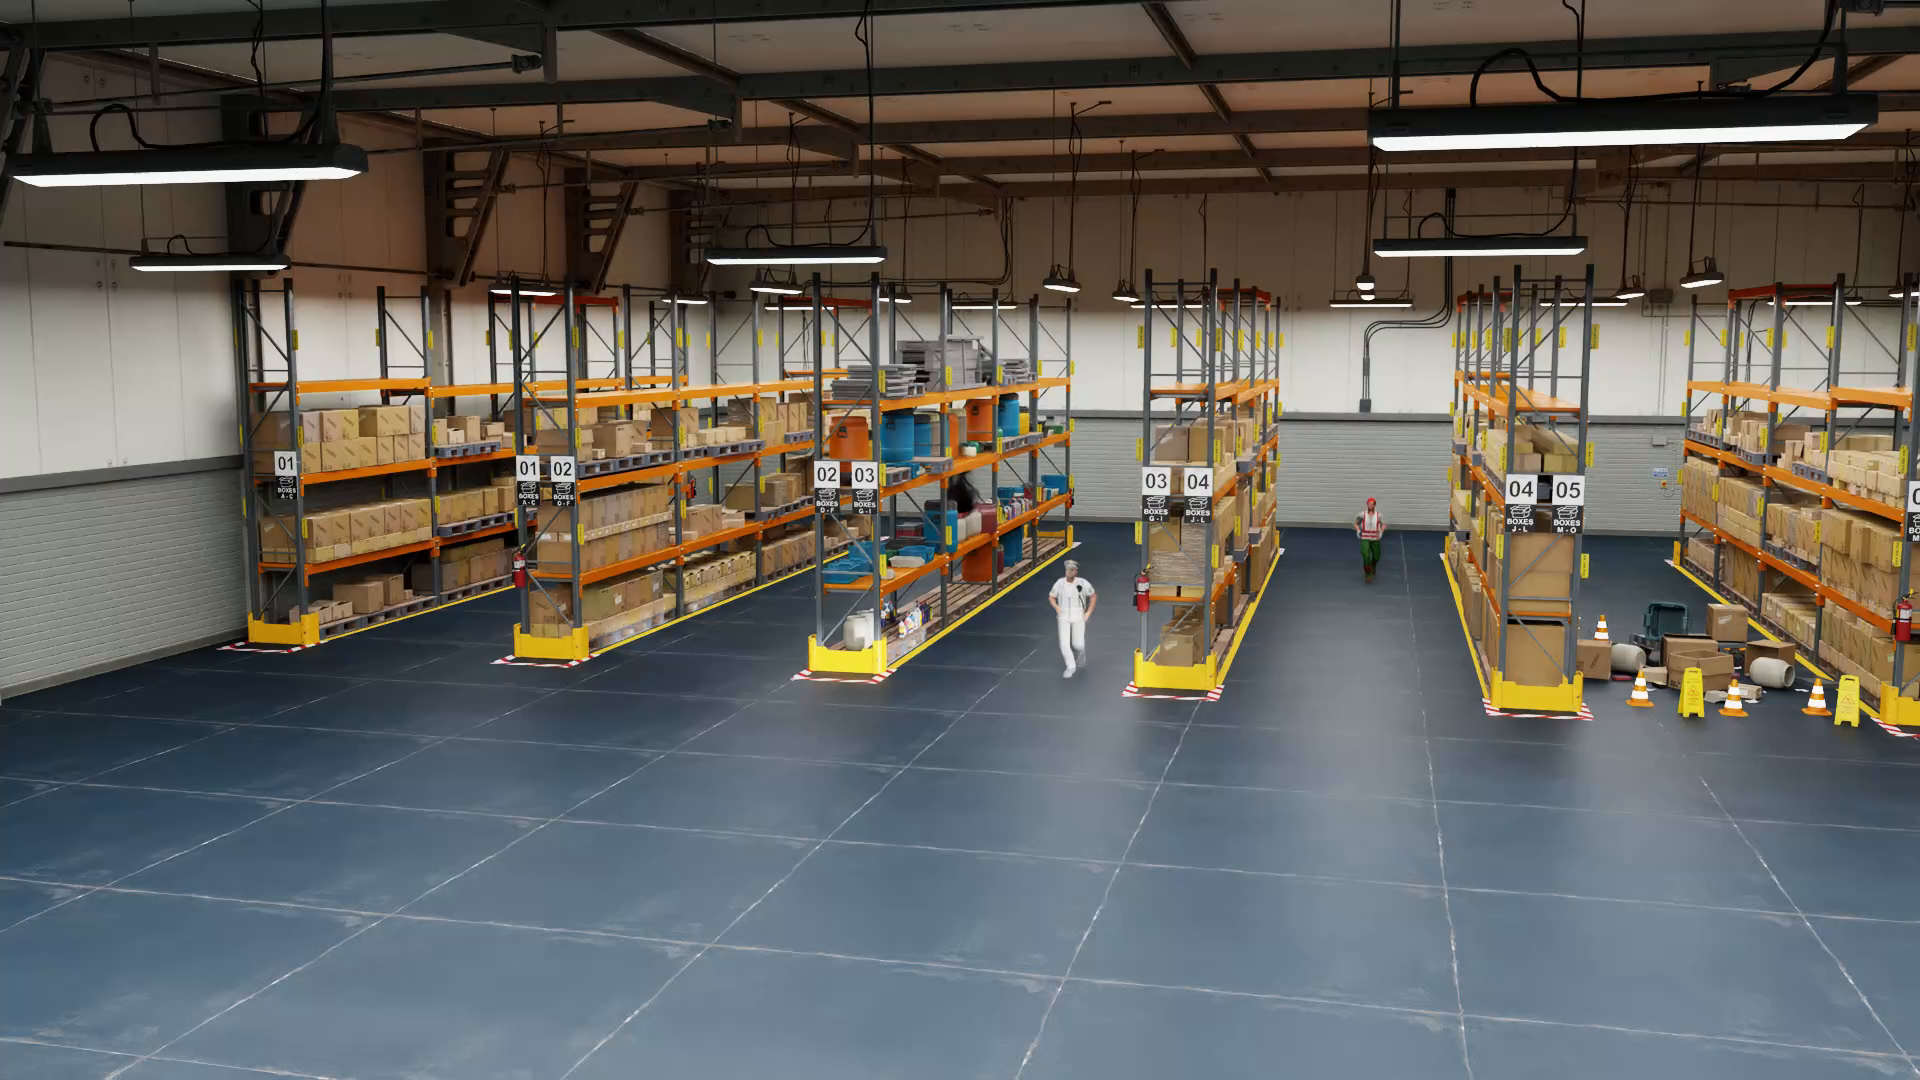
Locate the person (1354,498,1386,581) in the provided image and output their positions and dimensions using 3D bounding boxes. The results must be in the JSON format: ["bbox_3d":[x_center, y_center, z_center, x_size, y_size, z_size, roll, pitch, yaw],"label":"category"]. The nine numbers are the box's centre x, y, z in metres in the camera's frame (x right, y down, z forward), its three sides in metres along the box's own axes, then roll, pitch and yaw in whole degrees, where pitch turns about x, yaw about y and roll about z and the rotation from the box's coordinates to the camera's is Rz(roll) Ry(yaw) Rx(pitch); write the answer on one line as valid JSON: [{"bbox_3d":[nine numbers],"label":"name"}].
[{"bbox_3d":[8.551,-0.017,34.695,0.657,1.739,0.651,1,7,12],"label":"person"}]

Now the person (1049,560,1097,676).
[{"bbox_3d":[1.668,1.166,24.897,0.719,1.742,0.558,1,7,11],"label":"person"}]
